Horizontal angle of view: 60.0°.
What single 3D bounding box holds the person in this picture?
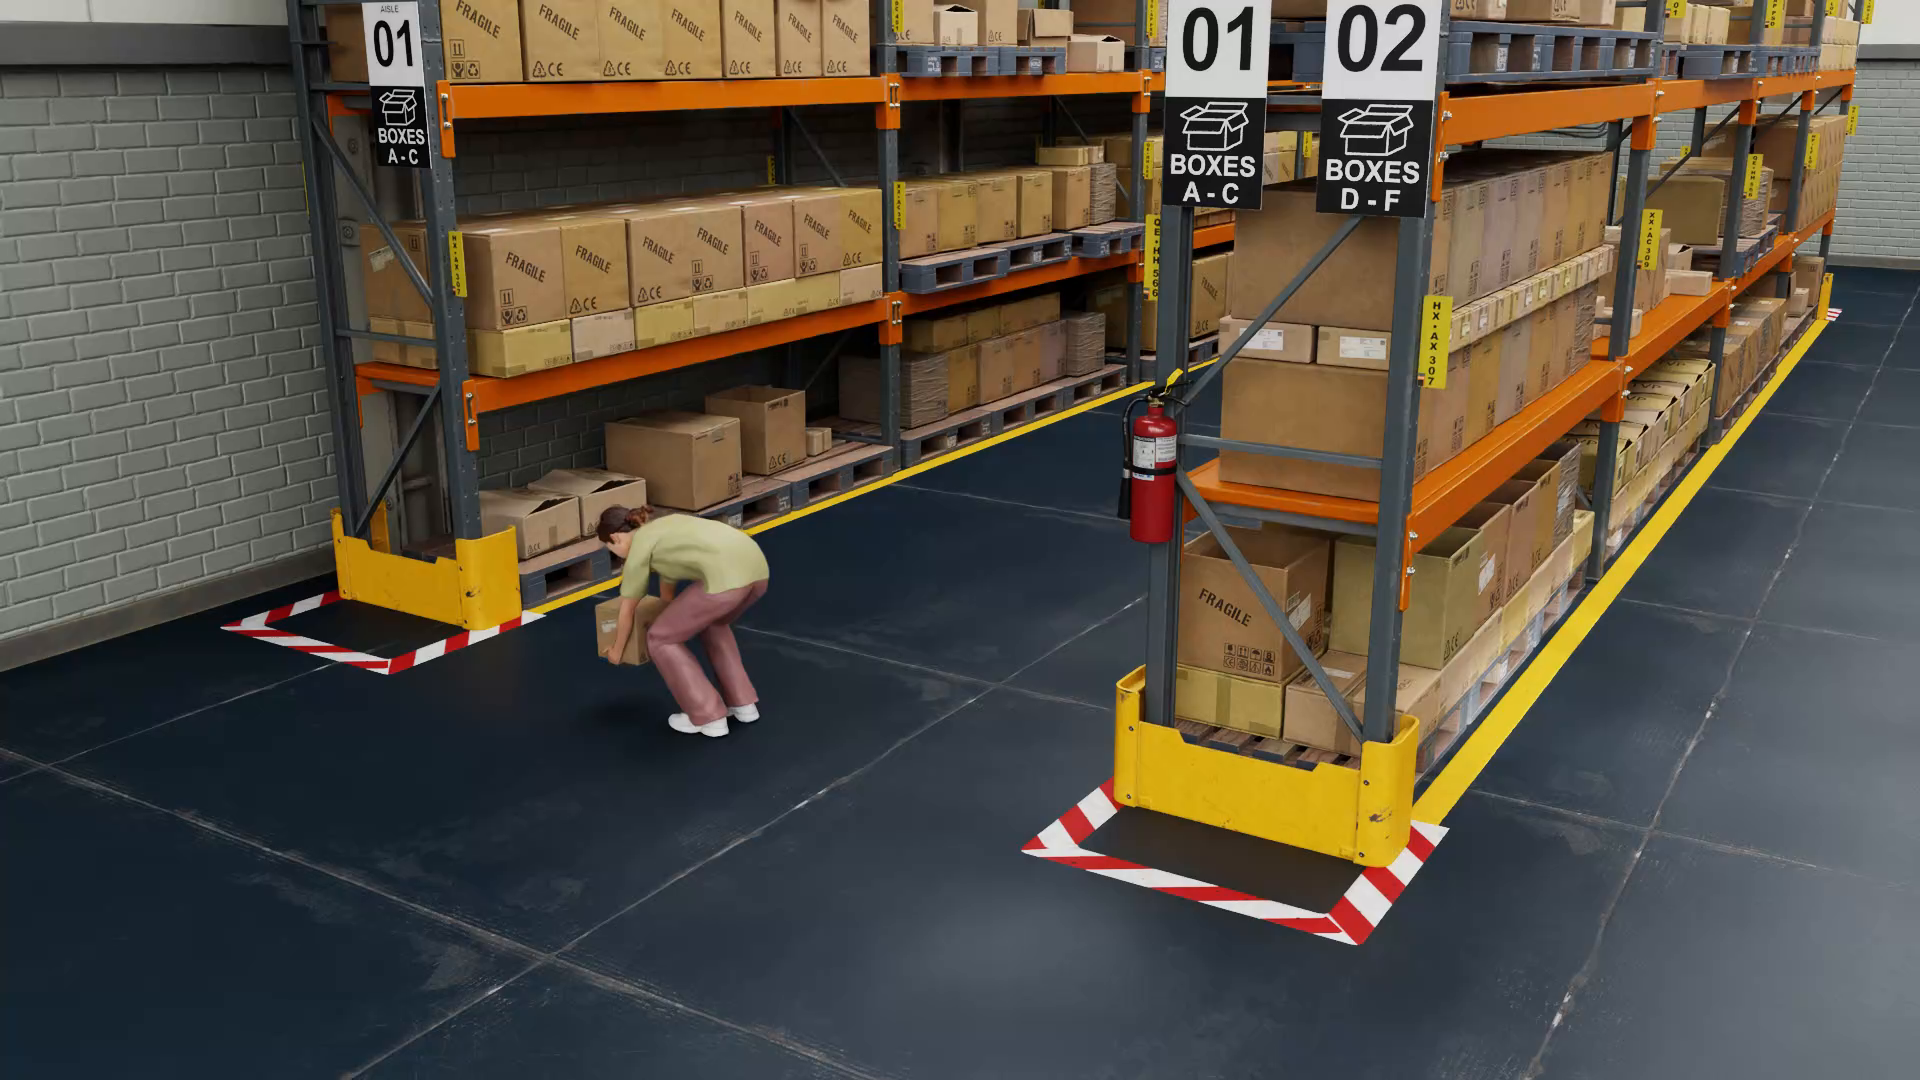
[{"bbox_3d":[-1.269,0.339,7.579,0.868,1.002,0.471,9,18,28],"label":"person"}]
